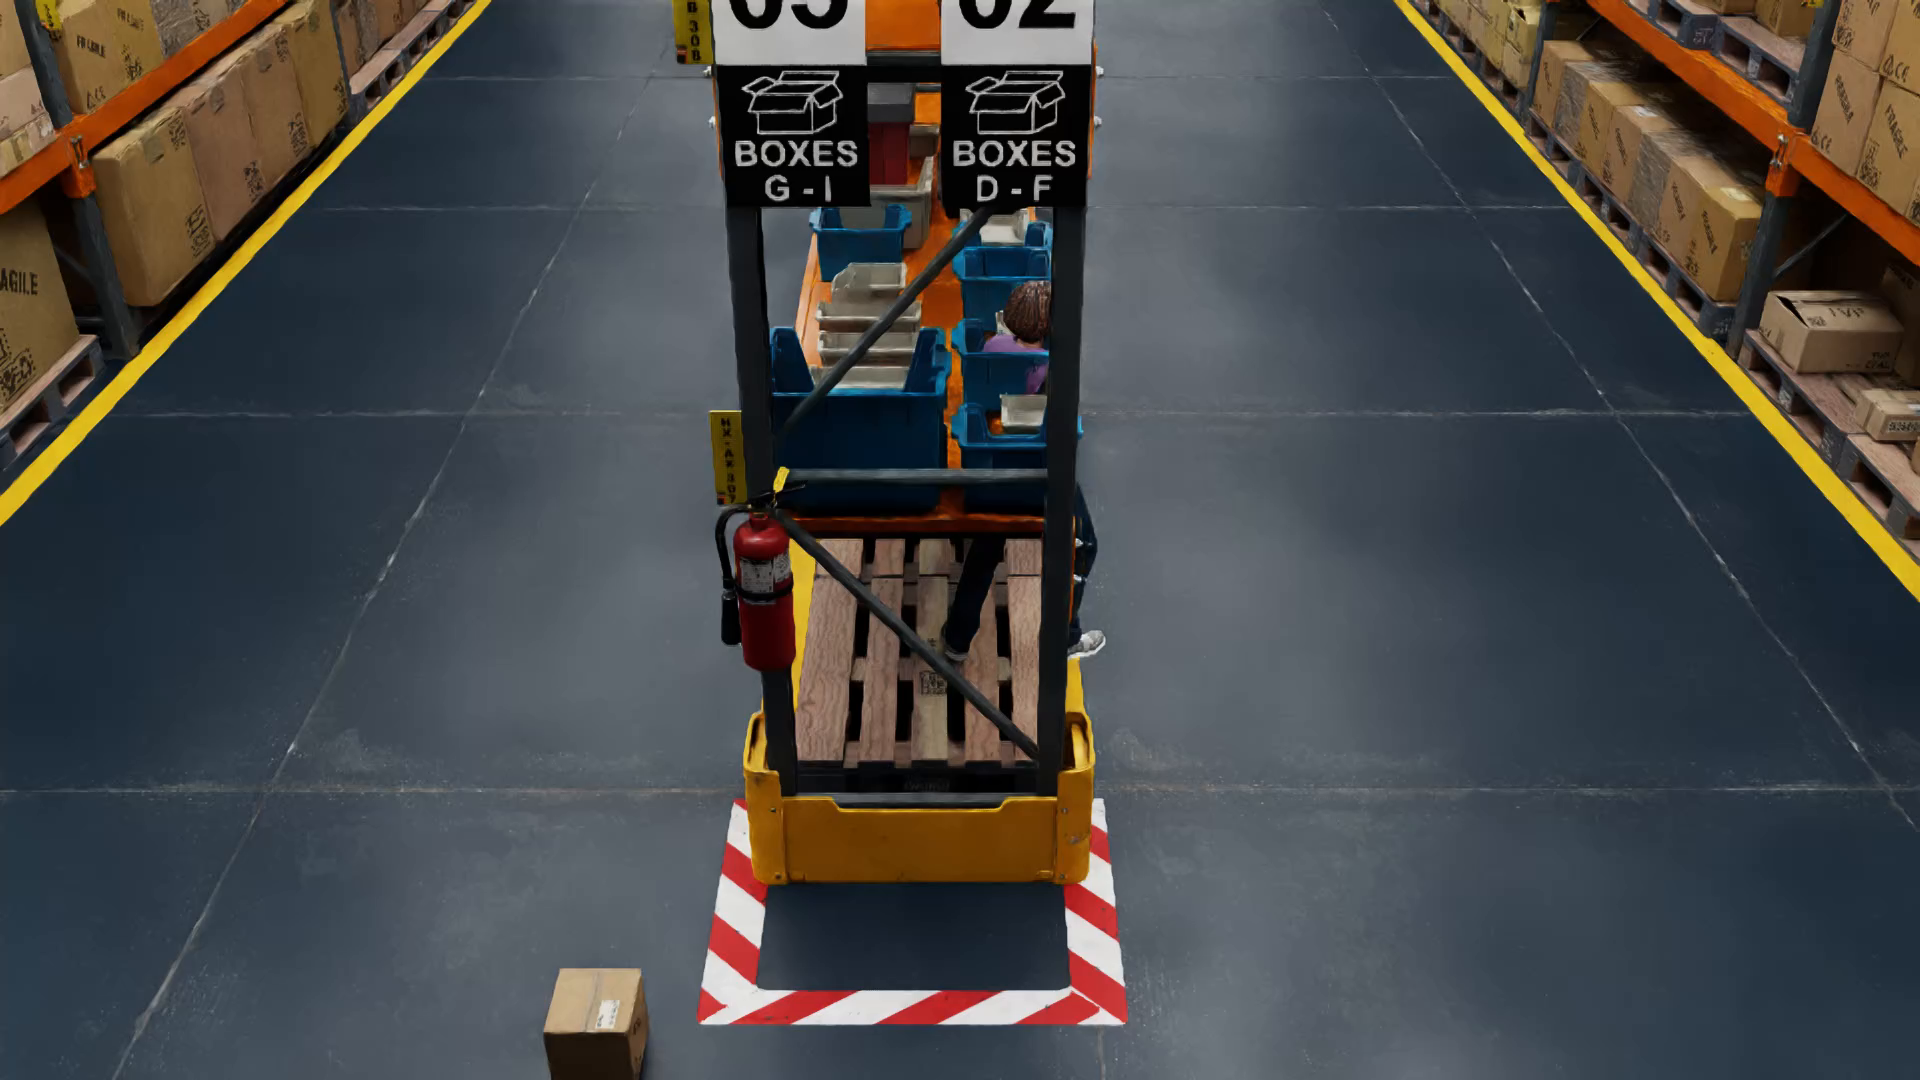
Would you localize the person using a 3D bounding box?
[{"bbox_3d":[0.210,-0.243,6.178,0.575,1.576,0.514,26,40,35],"label":"person"}]
